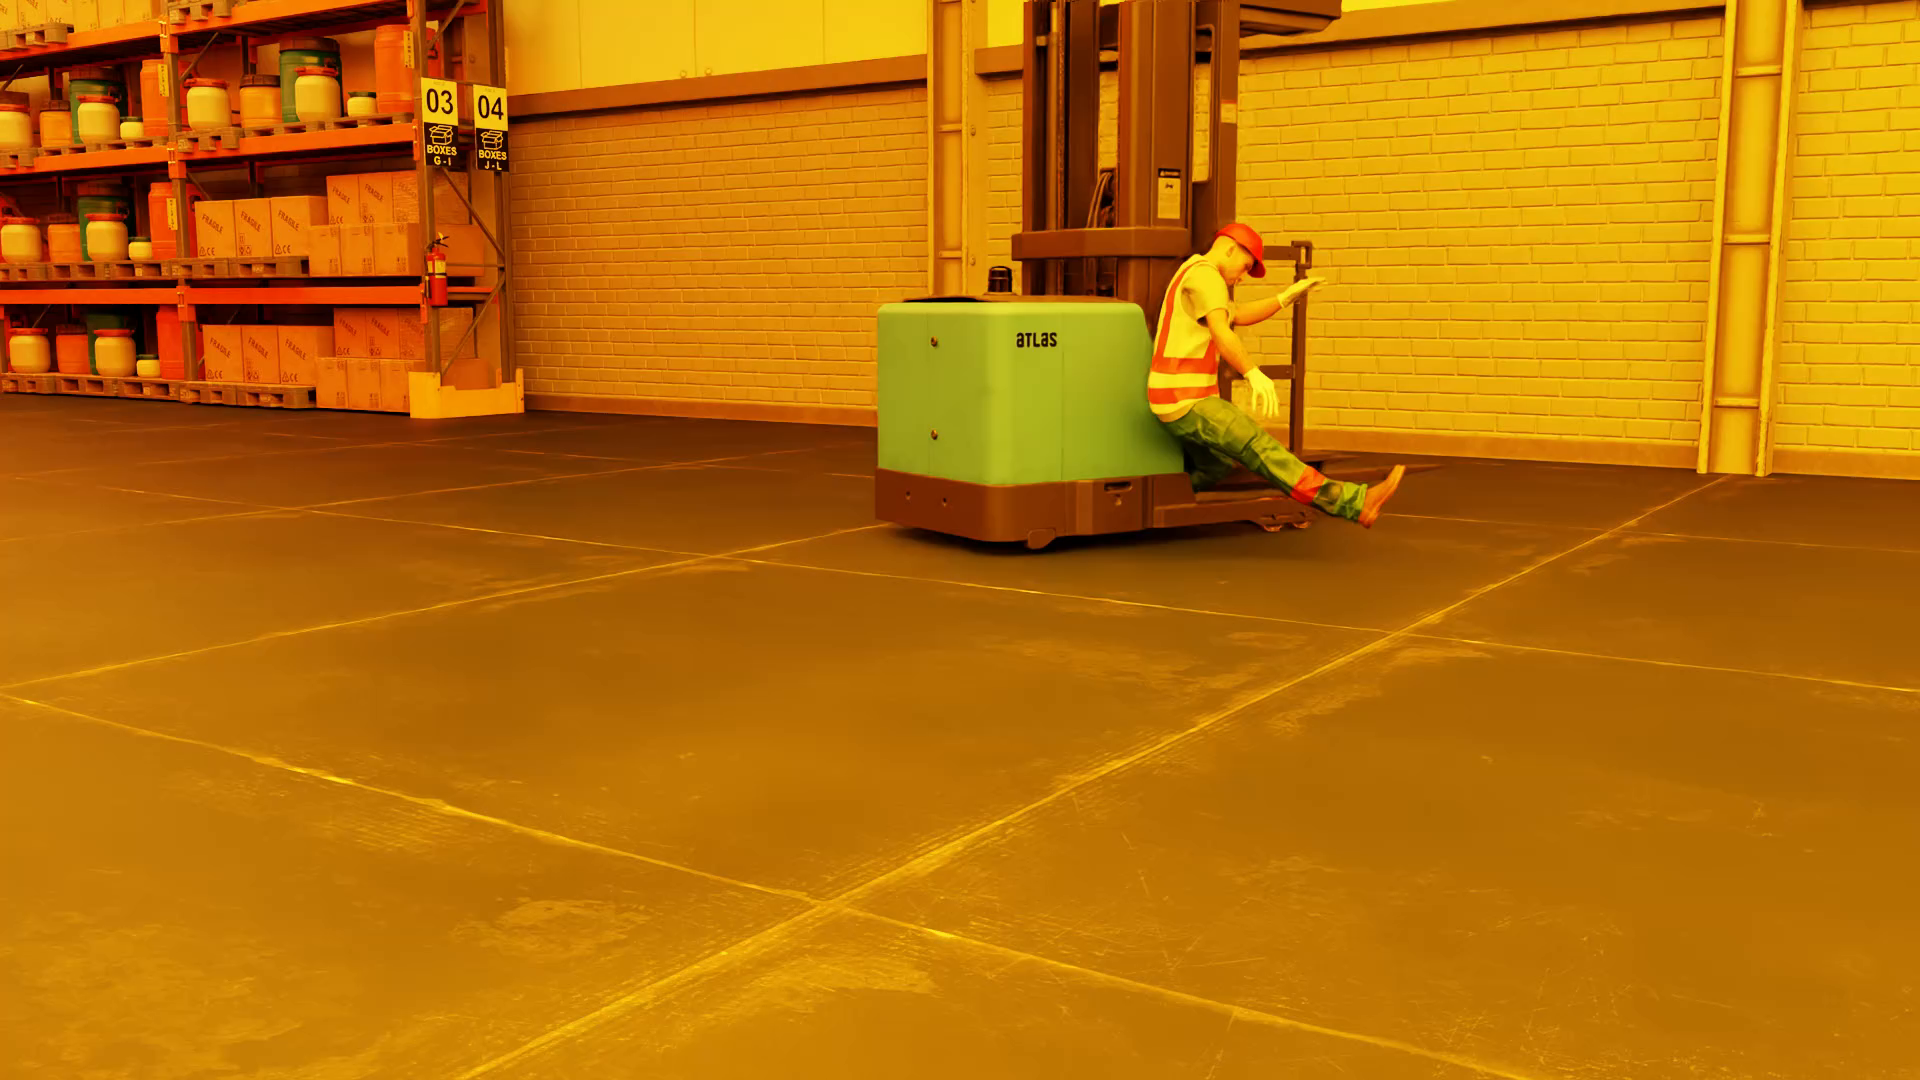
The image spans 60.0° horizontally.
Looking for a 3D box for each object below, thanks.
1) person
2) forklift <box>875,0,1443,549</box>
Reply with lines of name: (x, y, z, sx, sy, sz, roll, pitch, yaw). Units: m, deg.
person: (1.304, -0.681, 7.301, 1.191, 1.407, 1.032, 1, 8, 8)
forklift: (1.111, -1.545, 8.055, 3.031, 2.935, 1.130, -5, 10, -33)
